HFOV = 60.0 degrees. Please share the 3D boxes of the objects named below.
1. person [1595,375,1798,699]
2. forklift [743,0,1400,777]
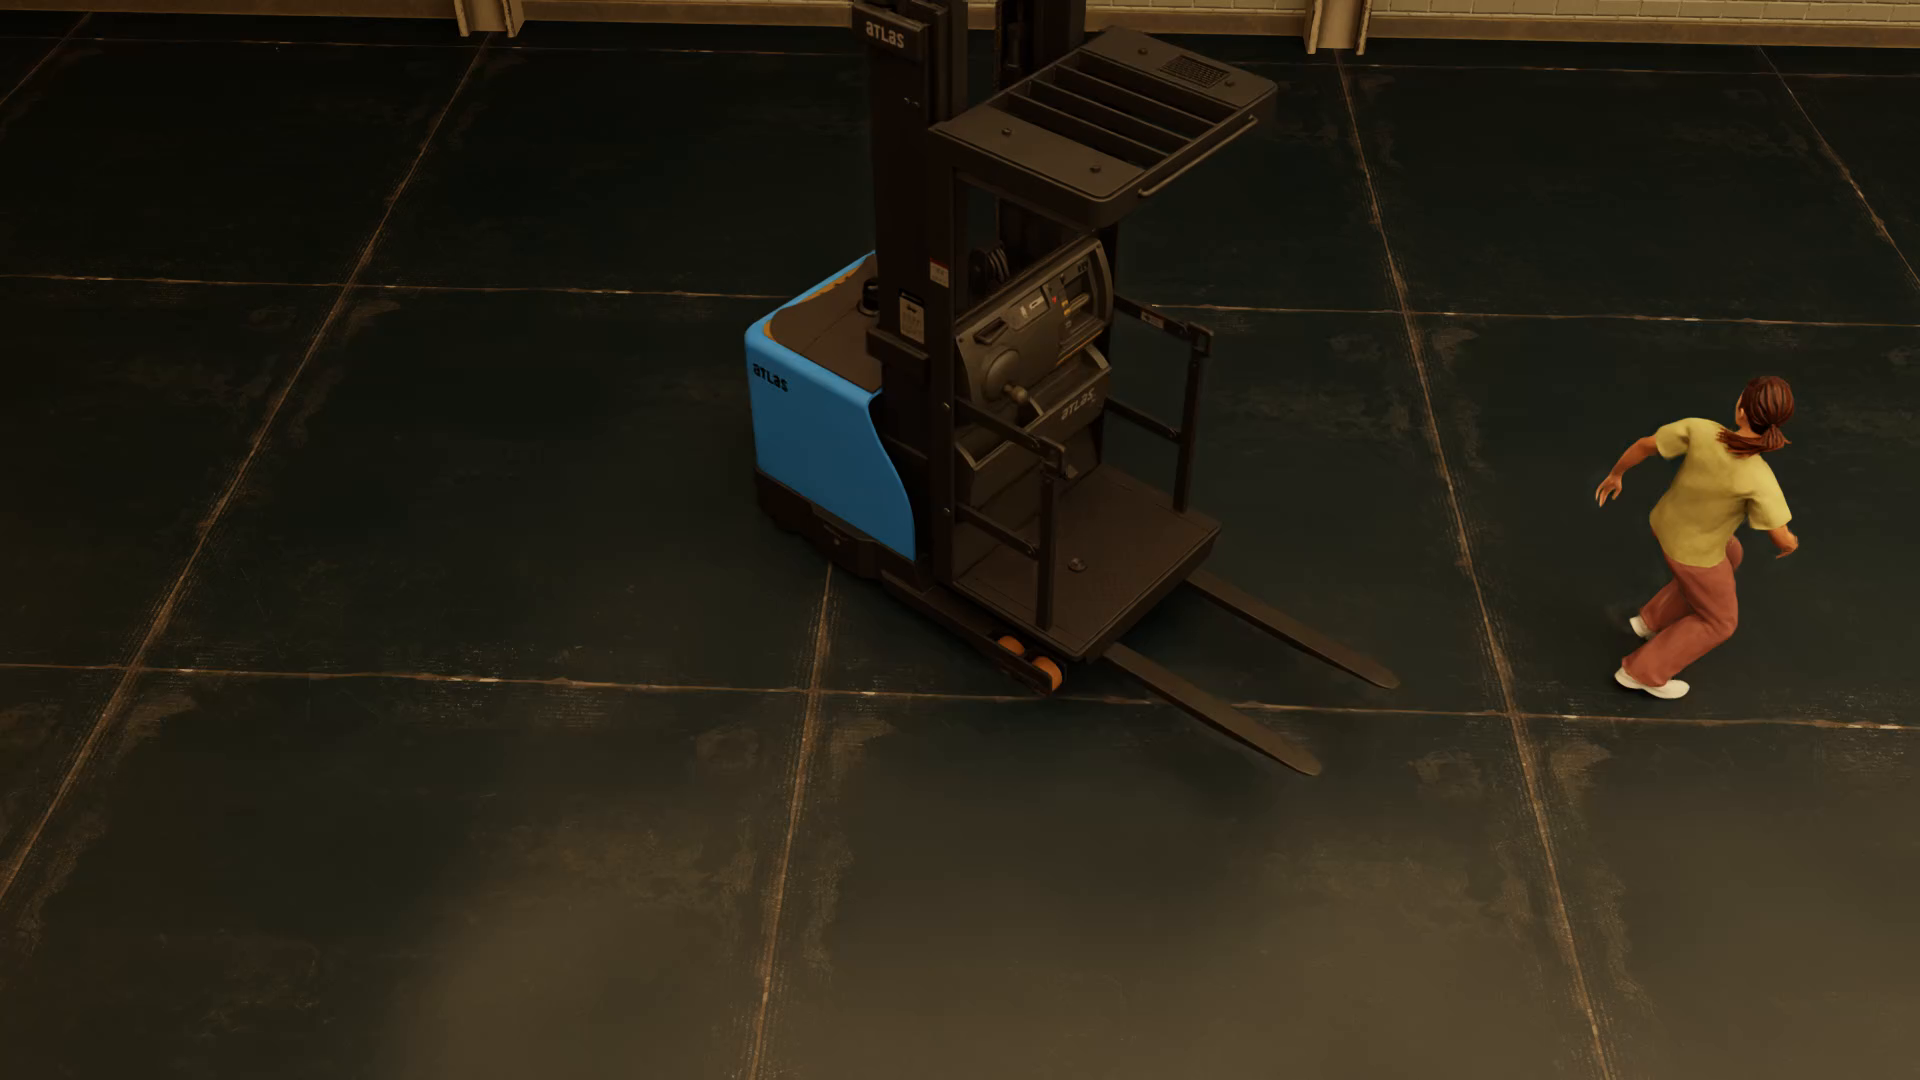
[{"bbox_3d":[3.005,-0.007,6.752,0.663,1.617,0.632,-6,43,-6],"label":"person"},{"bbox_3d":[0.471,-0.819,6.640,3.031,2.935,1.130,30,50,29],"label":"forklift"}]
